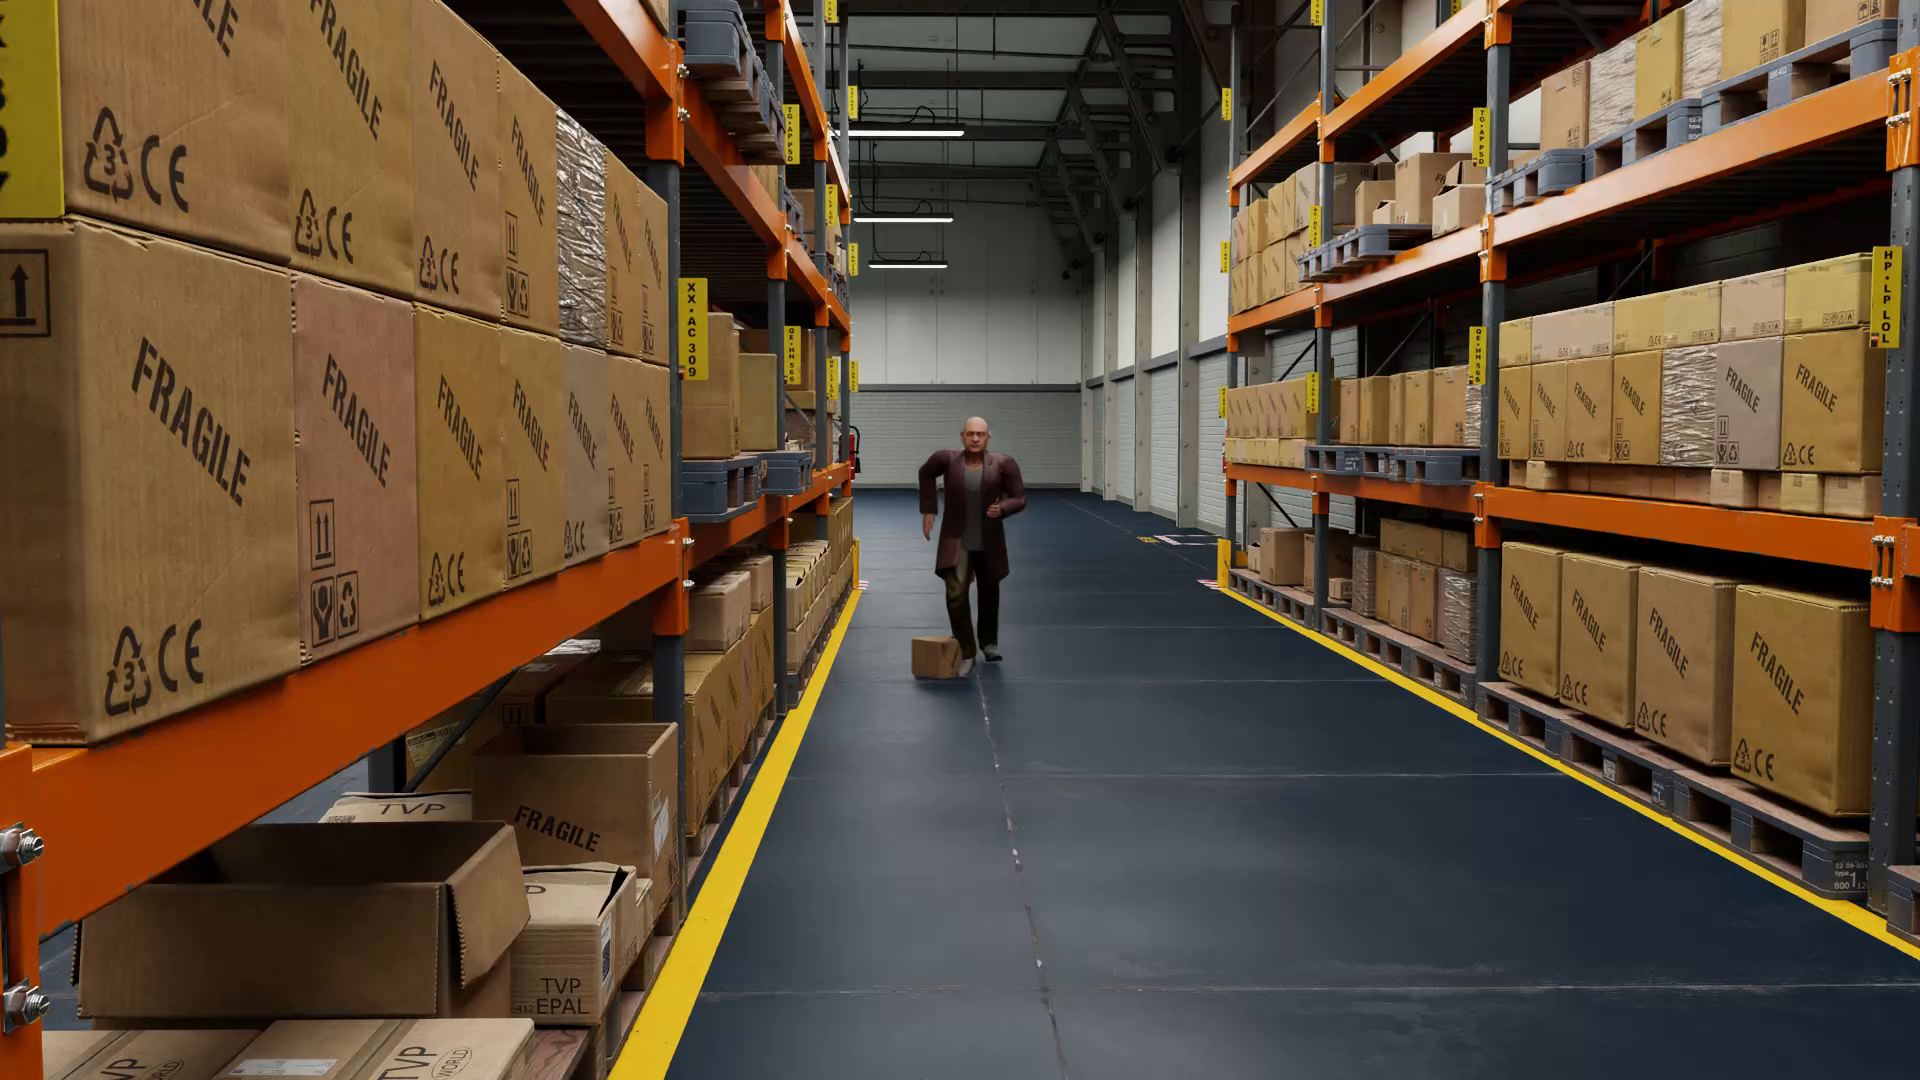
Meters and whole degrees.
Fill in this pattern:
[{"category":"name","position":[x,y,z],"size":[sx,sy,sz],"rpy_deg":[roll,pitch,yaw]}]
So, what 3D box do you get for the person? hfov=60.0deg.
[{"category":"person","position":[0.079,0.039,11.147],"size":[0.692,1.722,1.044],"rpy_deg":[0,4,-6]}]
